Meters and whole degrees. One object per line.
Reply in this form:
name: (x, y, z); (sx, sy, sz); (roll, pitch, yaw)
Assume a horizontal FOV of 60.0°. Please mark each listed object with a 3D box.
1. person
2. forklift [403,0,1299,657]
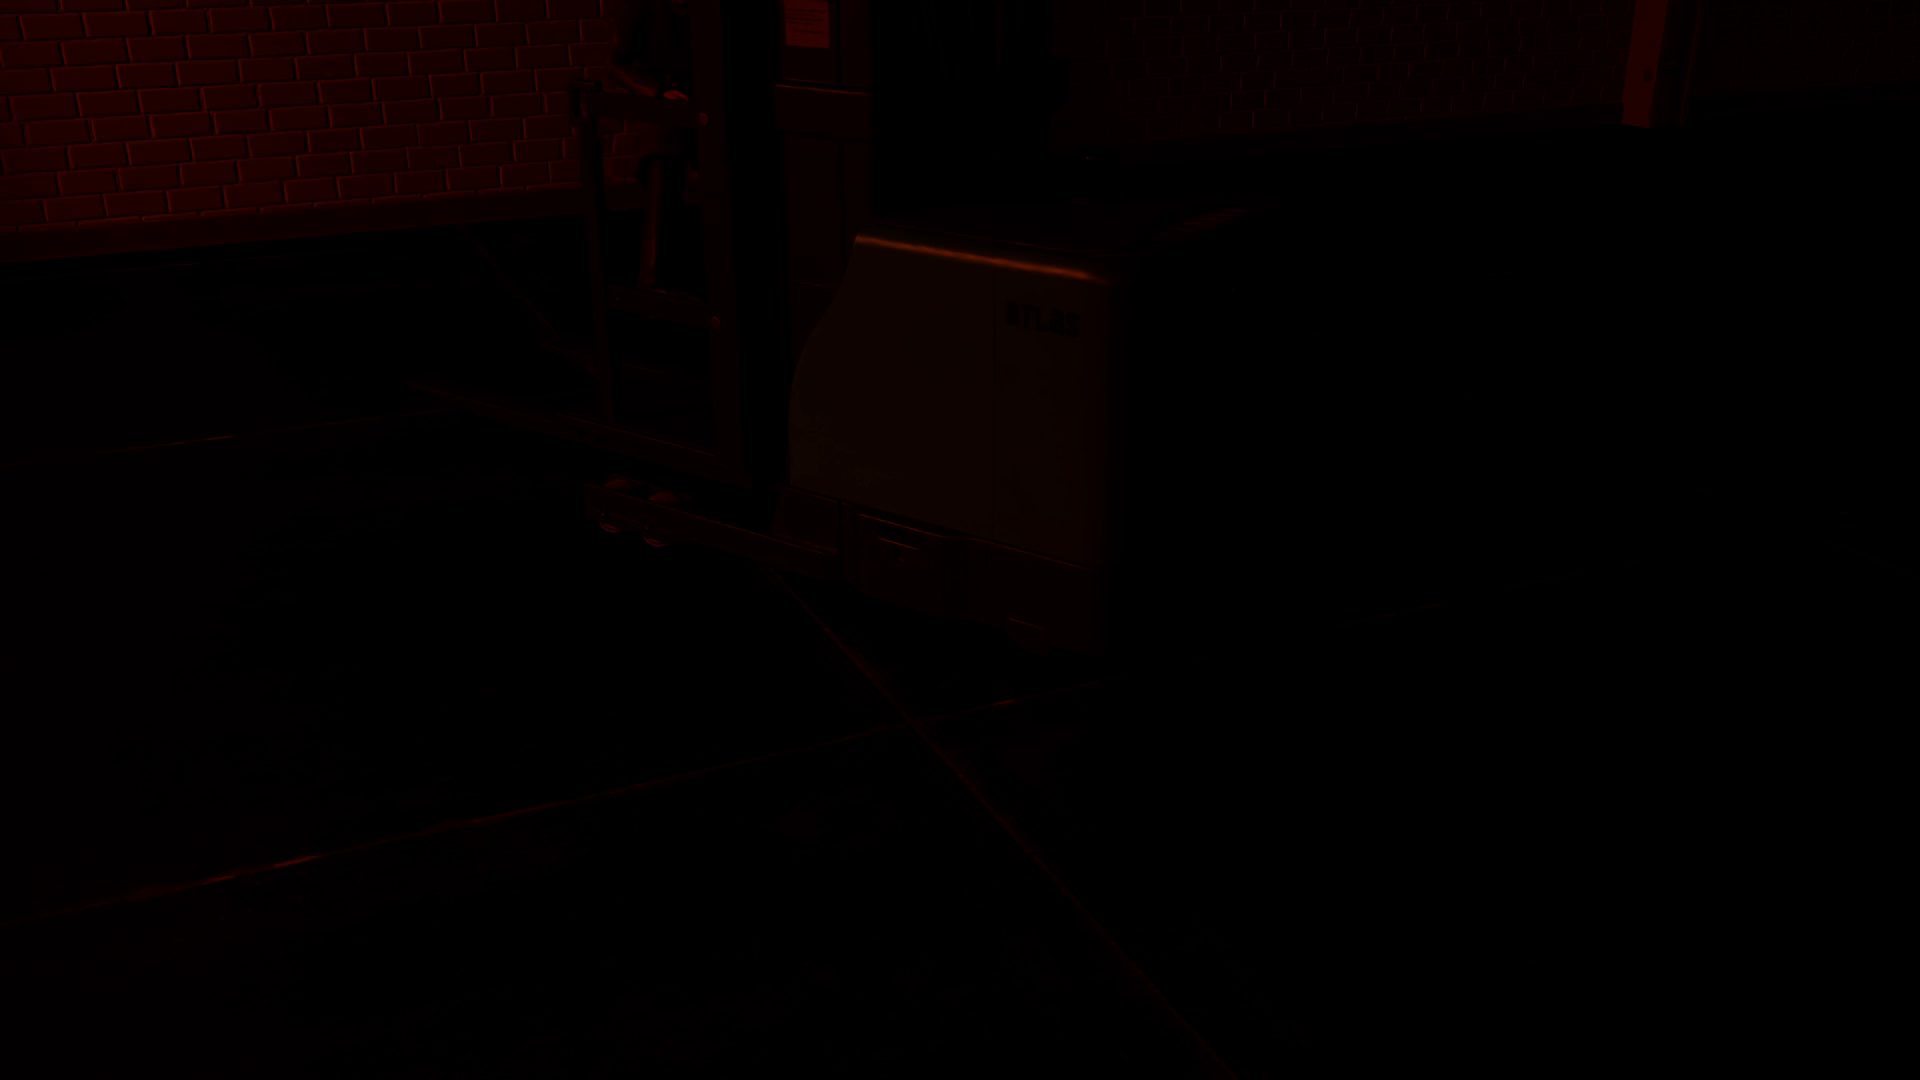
person: (-1.167, -1.991, 7.863); (0.995, 1.575, 1.309); (20, 30, 40)
forklift: (-0.549, -1.479, 4.847); (3.031, 2.935, 1.130); (15, 27, 32)
